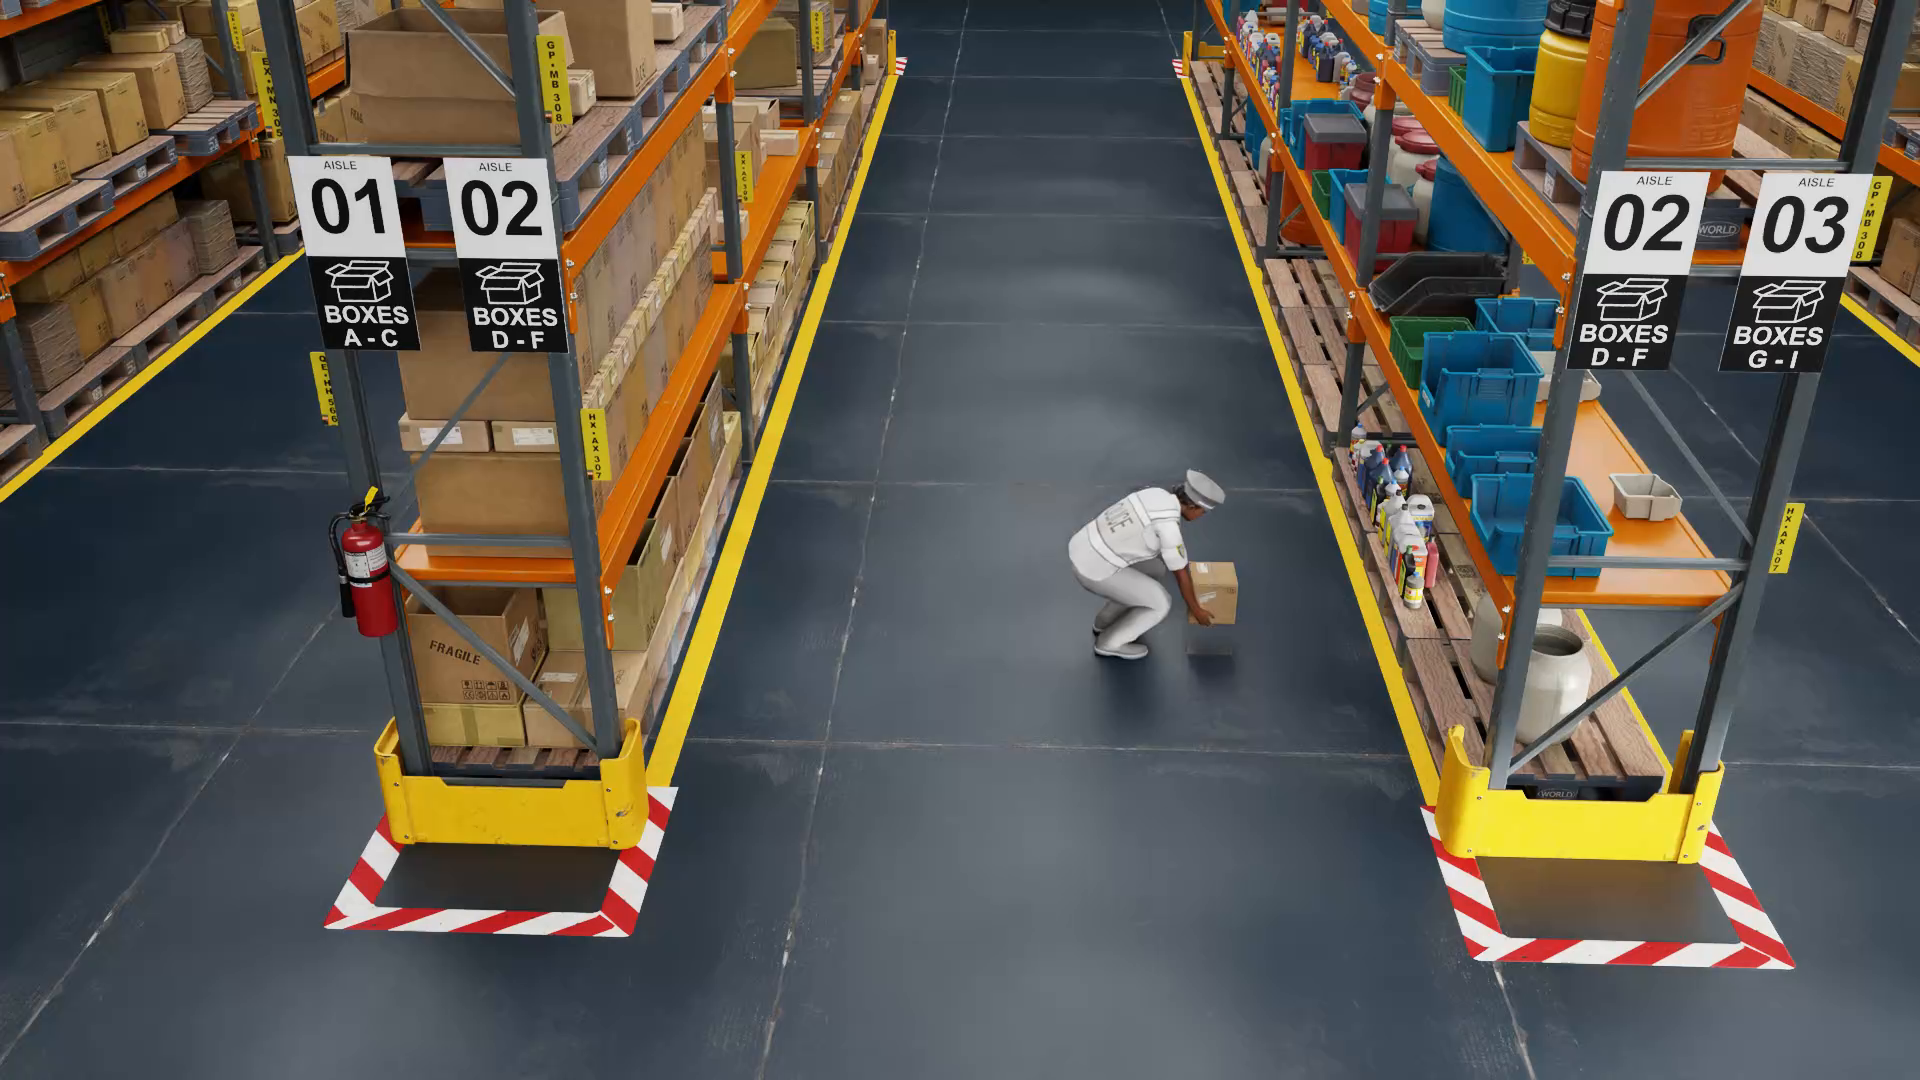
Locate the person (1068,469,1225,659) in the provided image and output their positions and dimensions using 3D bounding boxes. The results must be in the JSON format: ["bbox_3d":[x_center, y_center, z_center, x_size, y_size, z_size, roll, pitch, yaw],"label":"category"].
[{"bbox_3d":[1.009,0.116,9.095,0.833,1.019,0.487,1,28,2],"label":"person"}]
